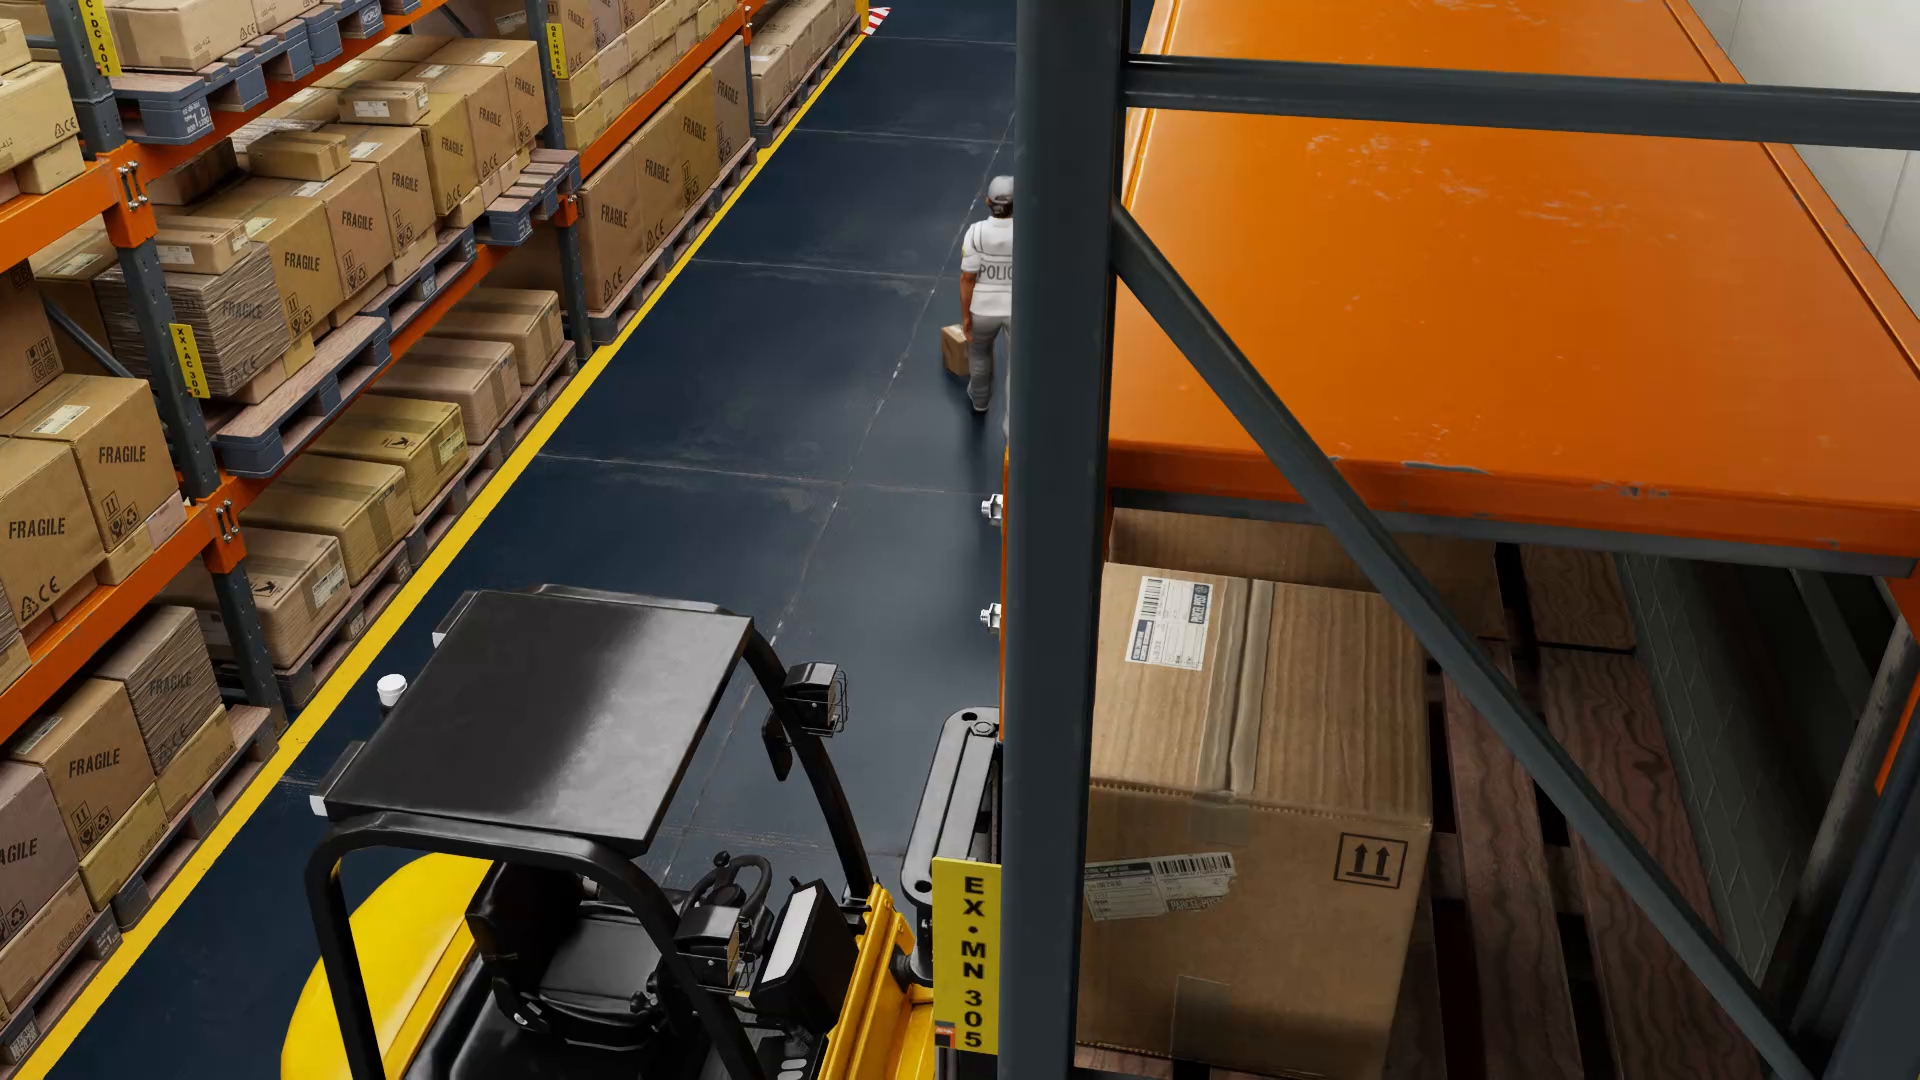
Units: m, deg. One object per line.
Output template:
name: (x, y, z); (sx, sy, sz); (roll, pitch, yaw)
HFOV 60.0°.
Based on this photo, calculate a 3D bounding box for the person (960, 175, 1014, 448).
person: (0.258, -1.408, 9.833); (0.495, 1.627, 0.847); (2, 33, 3)
